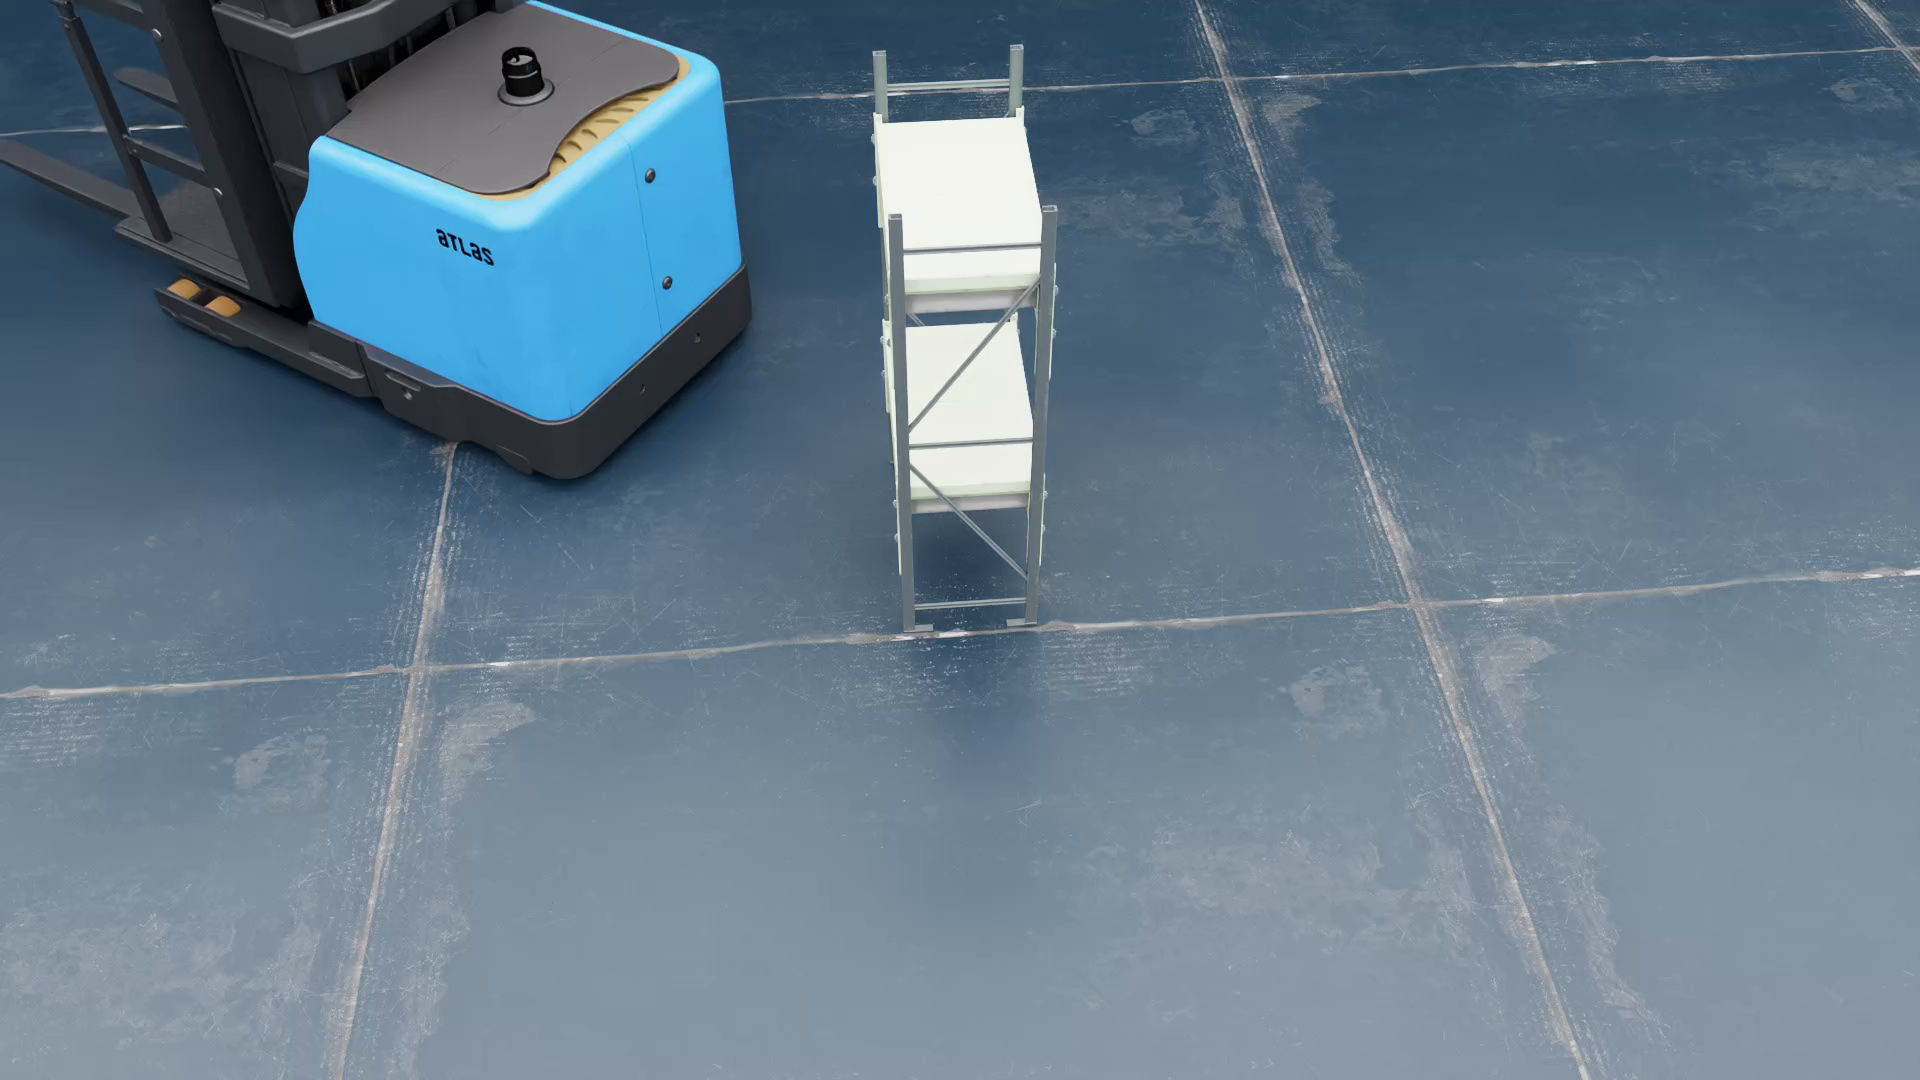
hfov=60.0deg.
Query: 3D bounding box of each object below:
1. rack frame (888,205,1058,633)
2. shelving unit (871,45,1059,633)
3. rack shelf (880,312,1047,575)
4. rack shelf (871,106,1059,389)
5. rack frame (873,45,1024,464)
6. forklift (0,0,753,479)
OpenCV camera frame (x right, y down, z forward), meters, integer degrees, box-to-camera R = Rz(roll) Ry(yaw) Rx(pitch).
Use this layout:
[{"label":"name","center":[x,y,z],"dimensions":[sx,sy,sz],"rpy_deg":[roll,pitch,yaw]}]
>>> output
[{"label":"rack frame","center":[0.030,-0.256,4.459],"dimensions":[0.400,1.500,0.023],"rpy_deg":[-3,47,-3]},{"label":"shelving unit","center":[-0.001,-0.521,4.710],"dimensions":[0.431,1.500,0.755],"rpy_deg":[-3,47,-3]},{"label":"rack shelf","center":[-0.001,-0.296,4.947],"dimensions":[0.431,0.370,0.720],"rpy_deg":[-3,47,-3]},{"label":"rack shelf","center":[-0.001,-0.789,4.427],"dimensions":[0.431,0.370,0.720],"rpy_deg":[-3,47,-3]},{"label":"rack frame","center":[-0.031,-0.785,4.961],"dimensions":[0.400,1.500,0.023],"rpy_deg":[-3,47,-3]},{"label":"forklift","center":[-2.268,-2.011,5.136],"dimensions":[3.031,2.935,1.130],"rpy_deg":[23,51,20]}]
